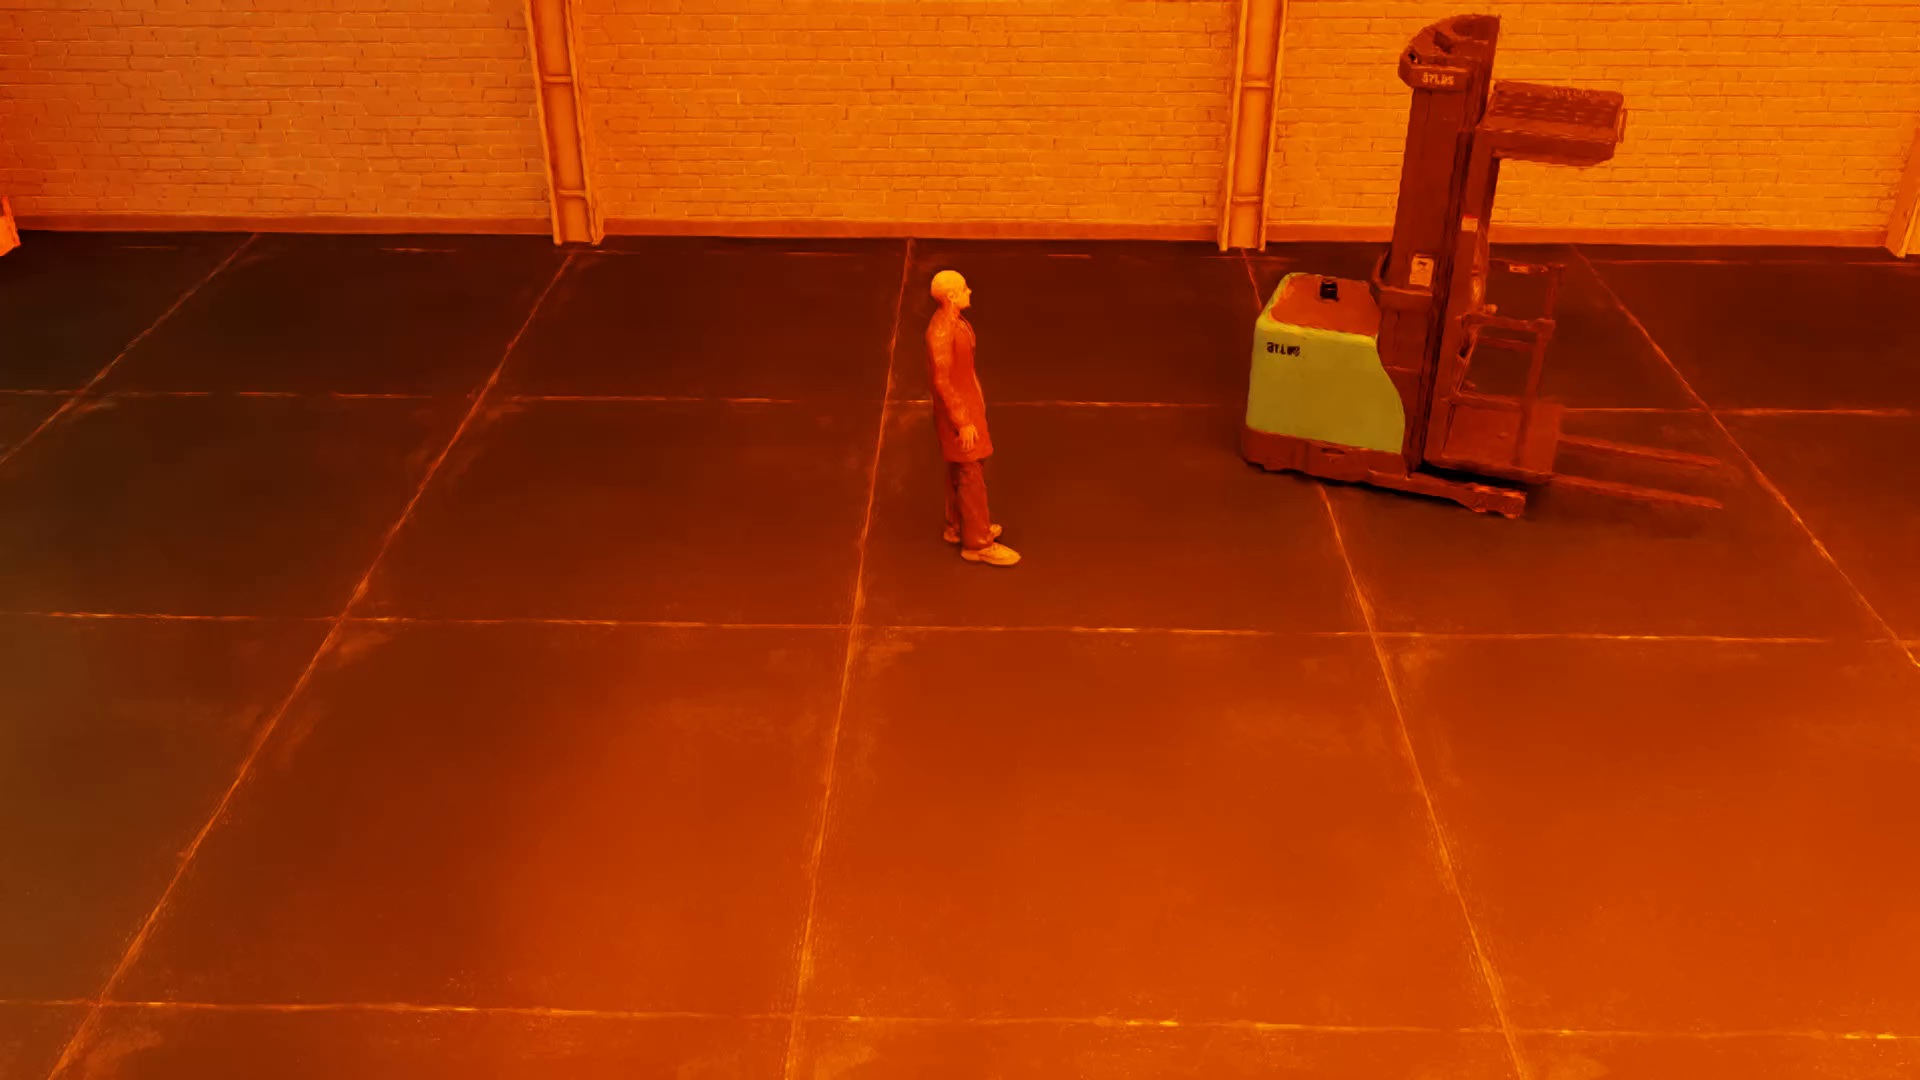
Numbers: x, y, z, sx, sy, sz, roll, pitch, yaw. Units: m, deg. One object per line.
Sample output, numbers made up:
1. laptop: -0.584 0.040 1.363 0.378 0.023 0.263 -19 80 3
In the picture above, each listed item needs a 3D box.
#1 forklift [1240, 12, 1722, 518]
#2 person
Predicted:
1. forklift: 3.483 -1.712 10.518 3.031 2.935 1.130 11 32 18
2. person: 0.091 -0.768 10.039 0.580 1.776 0.694 1 31 1
